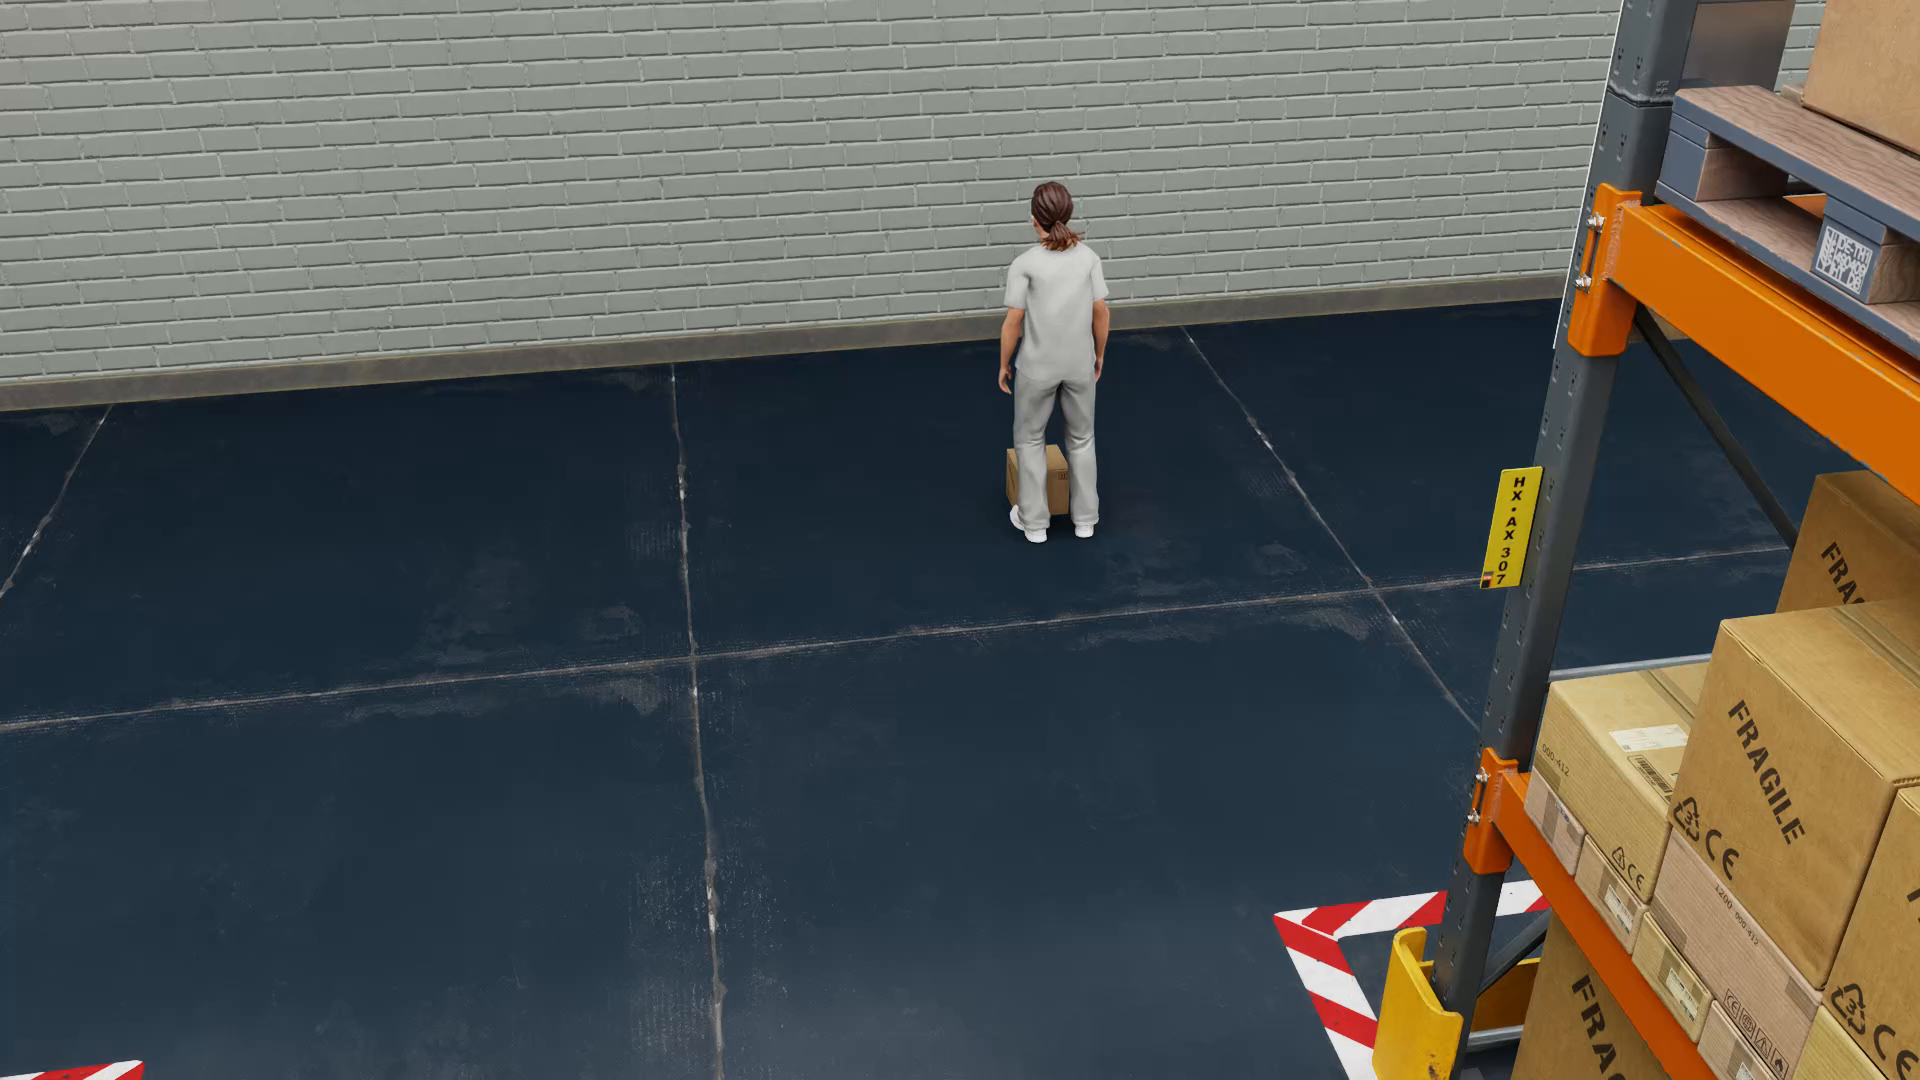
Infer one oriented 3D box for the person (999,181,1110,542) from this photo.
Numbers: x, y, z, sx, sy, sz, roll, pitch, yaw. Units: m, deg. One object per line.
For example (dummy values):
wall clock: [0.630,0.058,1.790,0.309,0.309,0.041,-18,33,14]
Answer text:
person: [0.422,-0.770,7.426,0.508,1.673,0.356,-6,31,-11]
